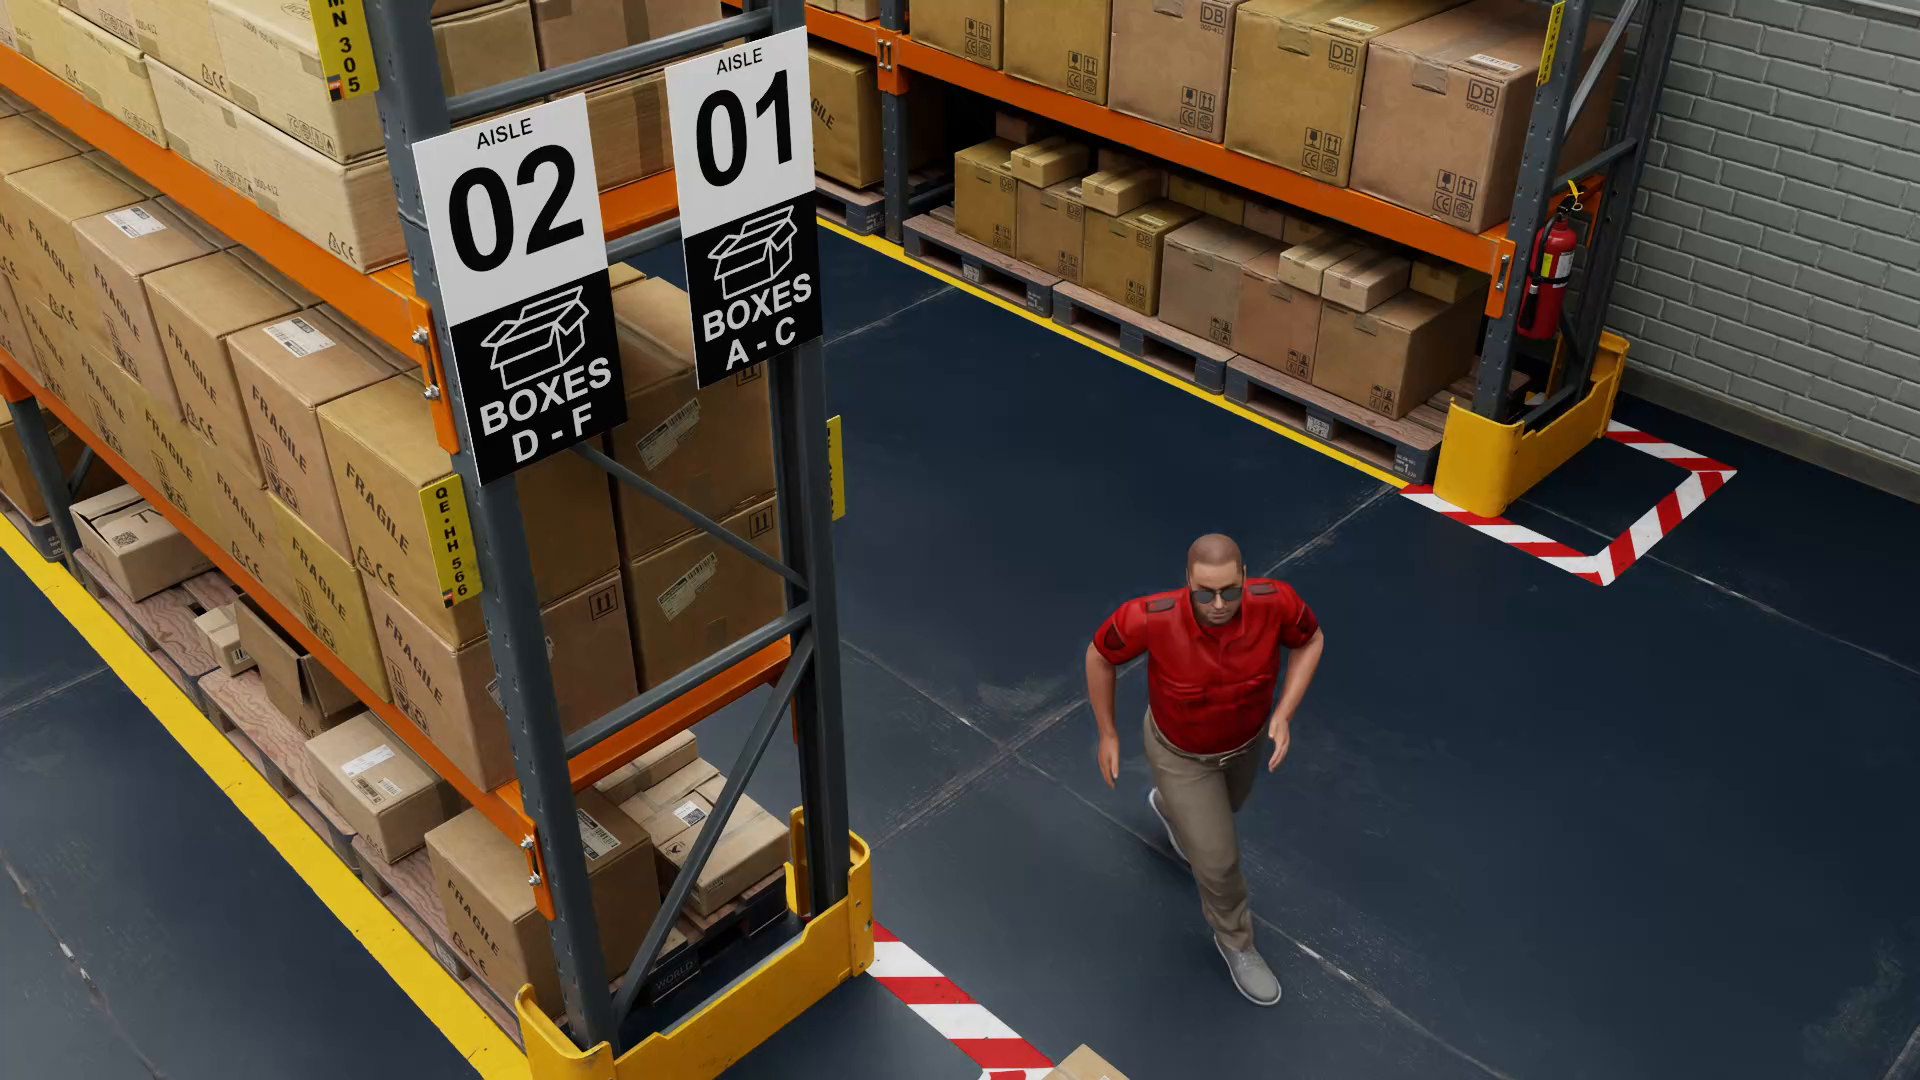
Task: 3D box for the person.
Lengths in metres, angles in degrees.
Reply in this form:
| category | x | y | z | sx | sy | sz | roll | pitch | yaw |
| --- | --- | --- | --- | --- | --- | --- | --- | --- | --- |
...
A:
| category | x | y | z | sx | sy | sz | roll | pitch | yaw |
| --- | --- | --- | --- | --- | --- | --- | --- | --- | --- |
| person | 0.757 | 0.629 | 5.284 | 0.702 | 1.714 | 0.896 | -13 | 37 | -17 |
